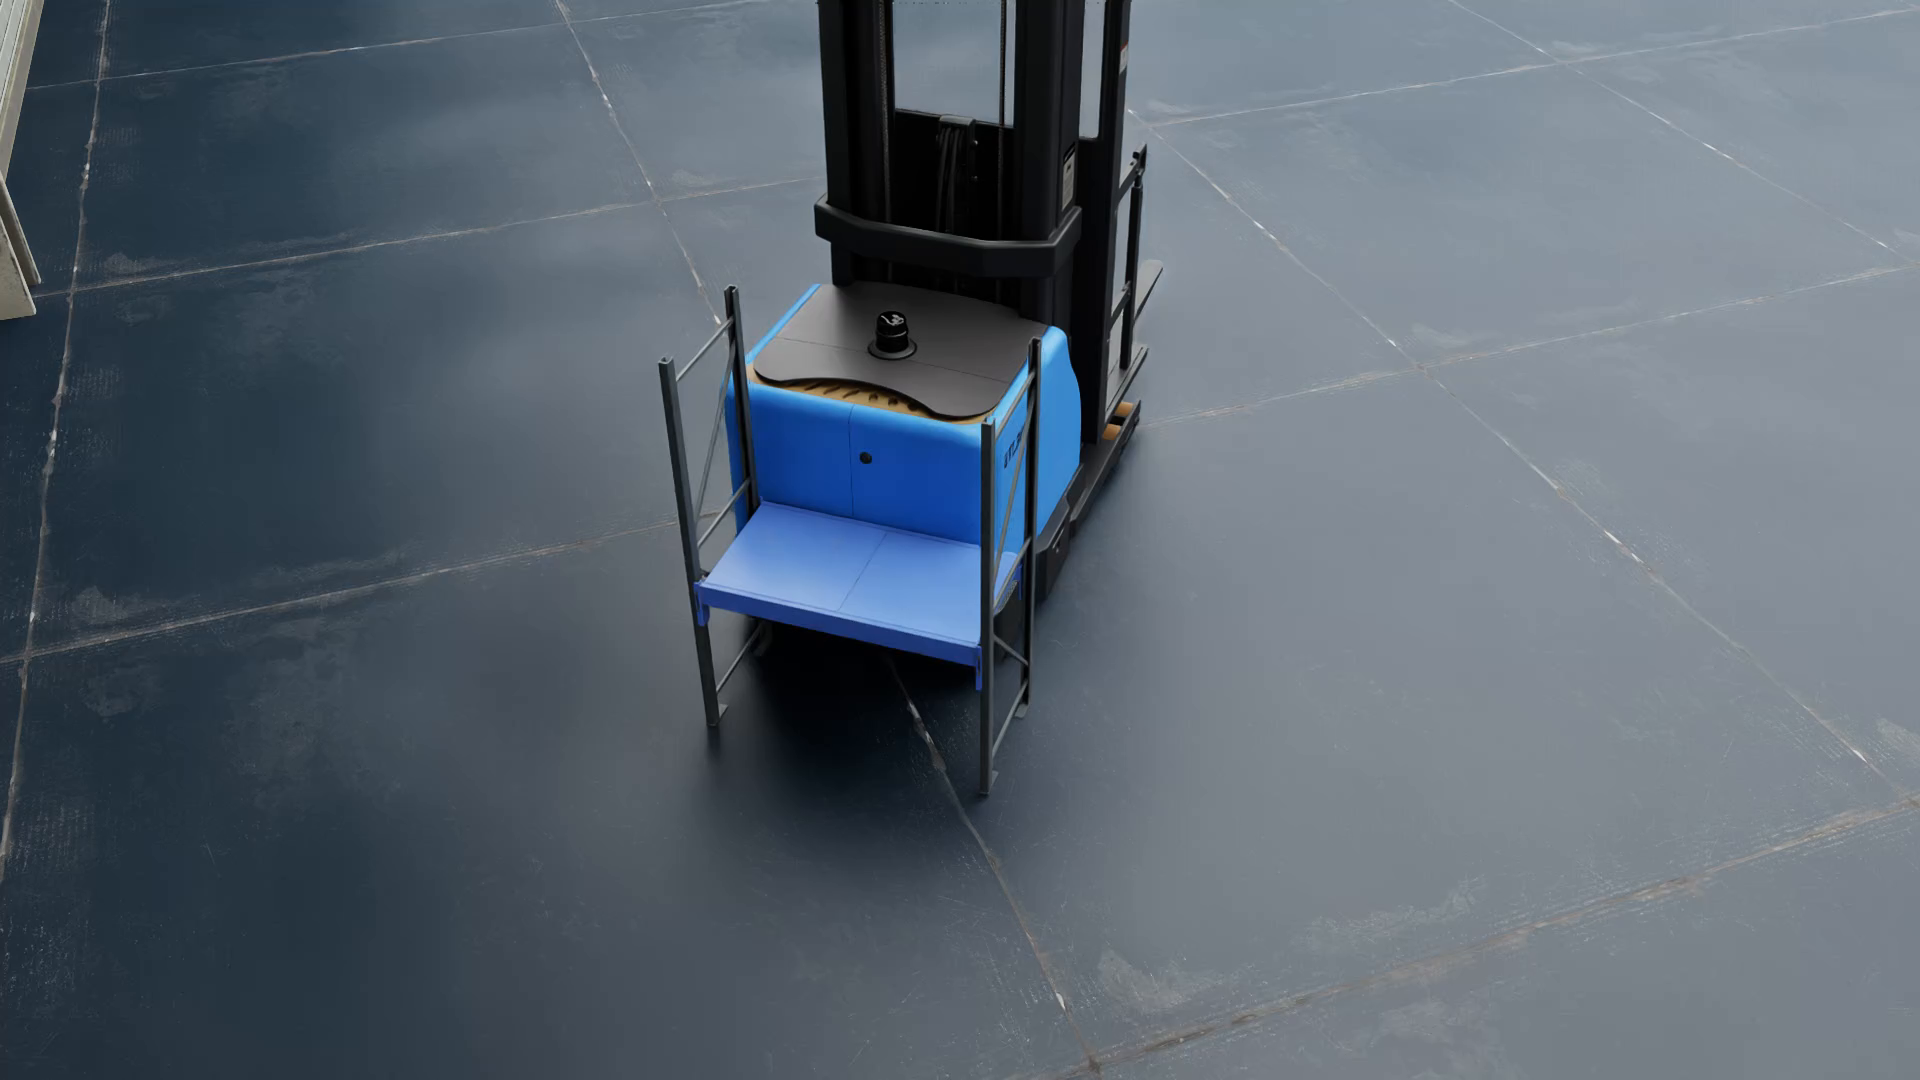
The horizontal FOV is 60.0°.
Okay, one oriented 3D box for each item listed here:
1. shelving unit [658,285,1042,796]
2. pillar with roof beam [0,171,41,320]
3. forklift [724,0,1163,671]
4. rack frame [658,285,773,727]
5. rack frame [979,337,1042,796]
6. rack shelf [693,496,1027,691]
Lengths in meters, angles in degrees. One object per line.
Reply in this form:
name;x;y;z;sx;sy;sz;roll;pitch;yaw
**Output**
shelving unit;-0.322;0.021;5.469;1.048;1.500;0.538;12;39;15
pillar with roof beam;-0.749;-5.681;6.813;9.100;9.000;0.400;-12;39;-16
forklift;0.154;-1.585;6.418;1.130;2.935;3.031;13;39;16
rack frame;-0.802;-0.079;5.602;0.032;1.500;0.500;12;39;15
rack frame;0.158;0.121;5.336;0.032;1.500;0.500;12;39;15
rack shelf;-0.321;0.163;5.579;1.000;0.185;0.538;12;39;15
